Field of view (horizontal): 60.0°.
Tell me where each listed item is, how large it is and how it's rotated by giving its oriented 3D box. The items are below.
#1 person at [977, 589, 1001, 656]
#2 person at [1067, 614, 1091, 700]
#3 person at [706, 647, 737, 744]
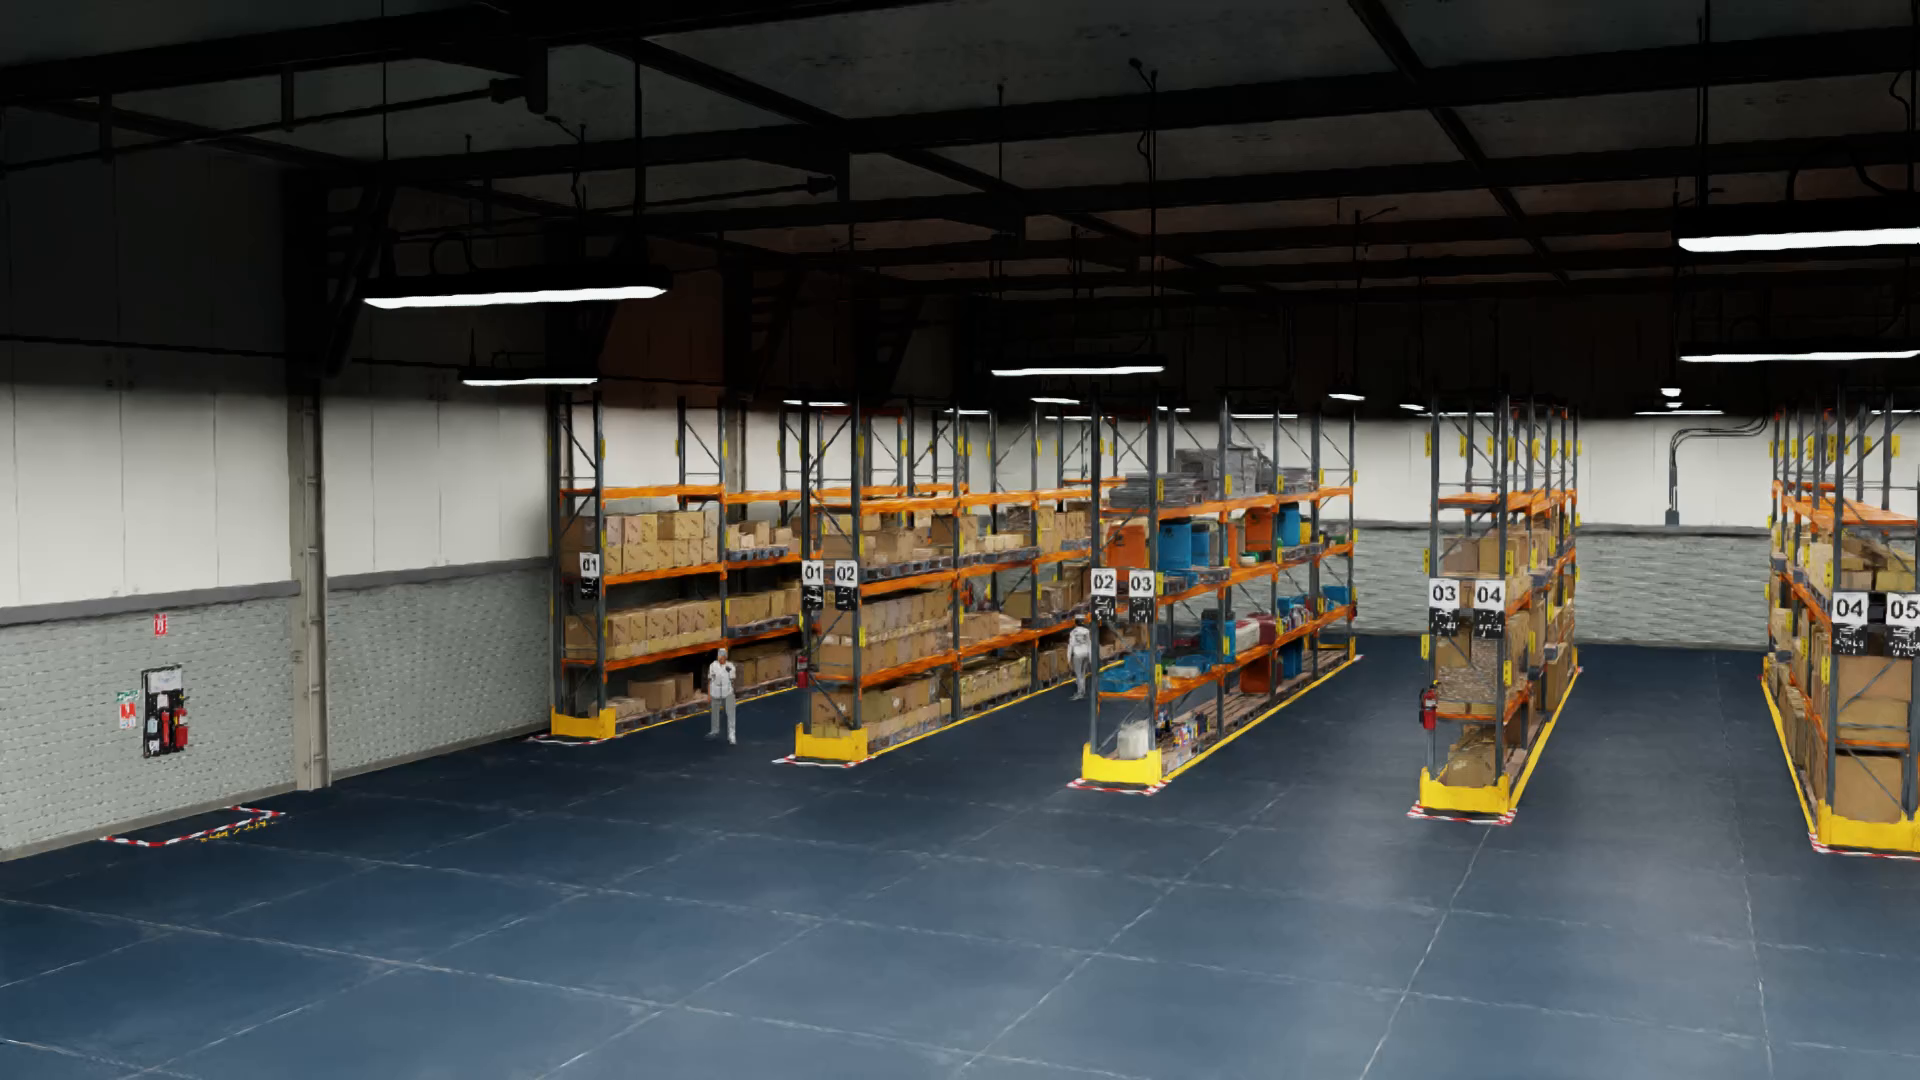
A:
[{"bbox_3d":[0.657,1.982,38.970,0.598,1.698,1.172,2,3,25],"label":"person"},{"bbox_3d":[2.370,2.321,33.188,0.573,1.667,0.532,-2,4,-35],"label":"person"},{"bbox_3d":[-4.059,2.624,28.256,0.587,1.626,0.918,0,3,-4],"label":"person"}]
